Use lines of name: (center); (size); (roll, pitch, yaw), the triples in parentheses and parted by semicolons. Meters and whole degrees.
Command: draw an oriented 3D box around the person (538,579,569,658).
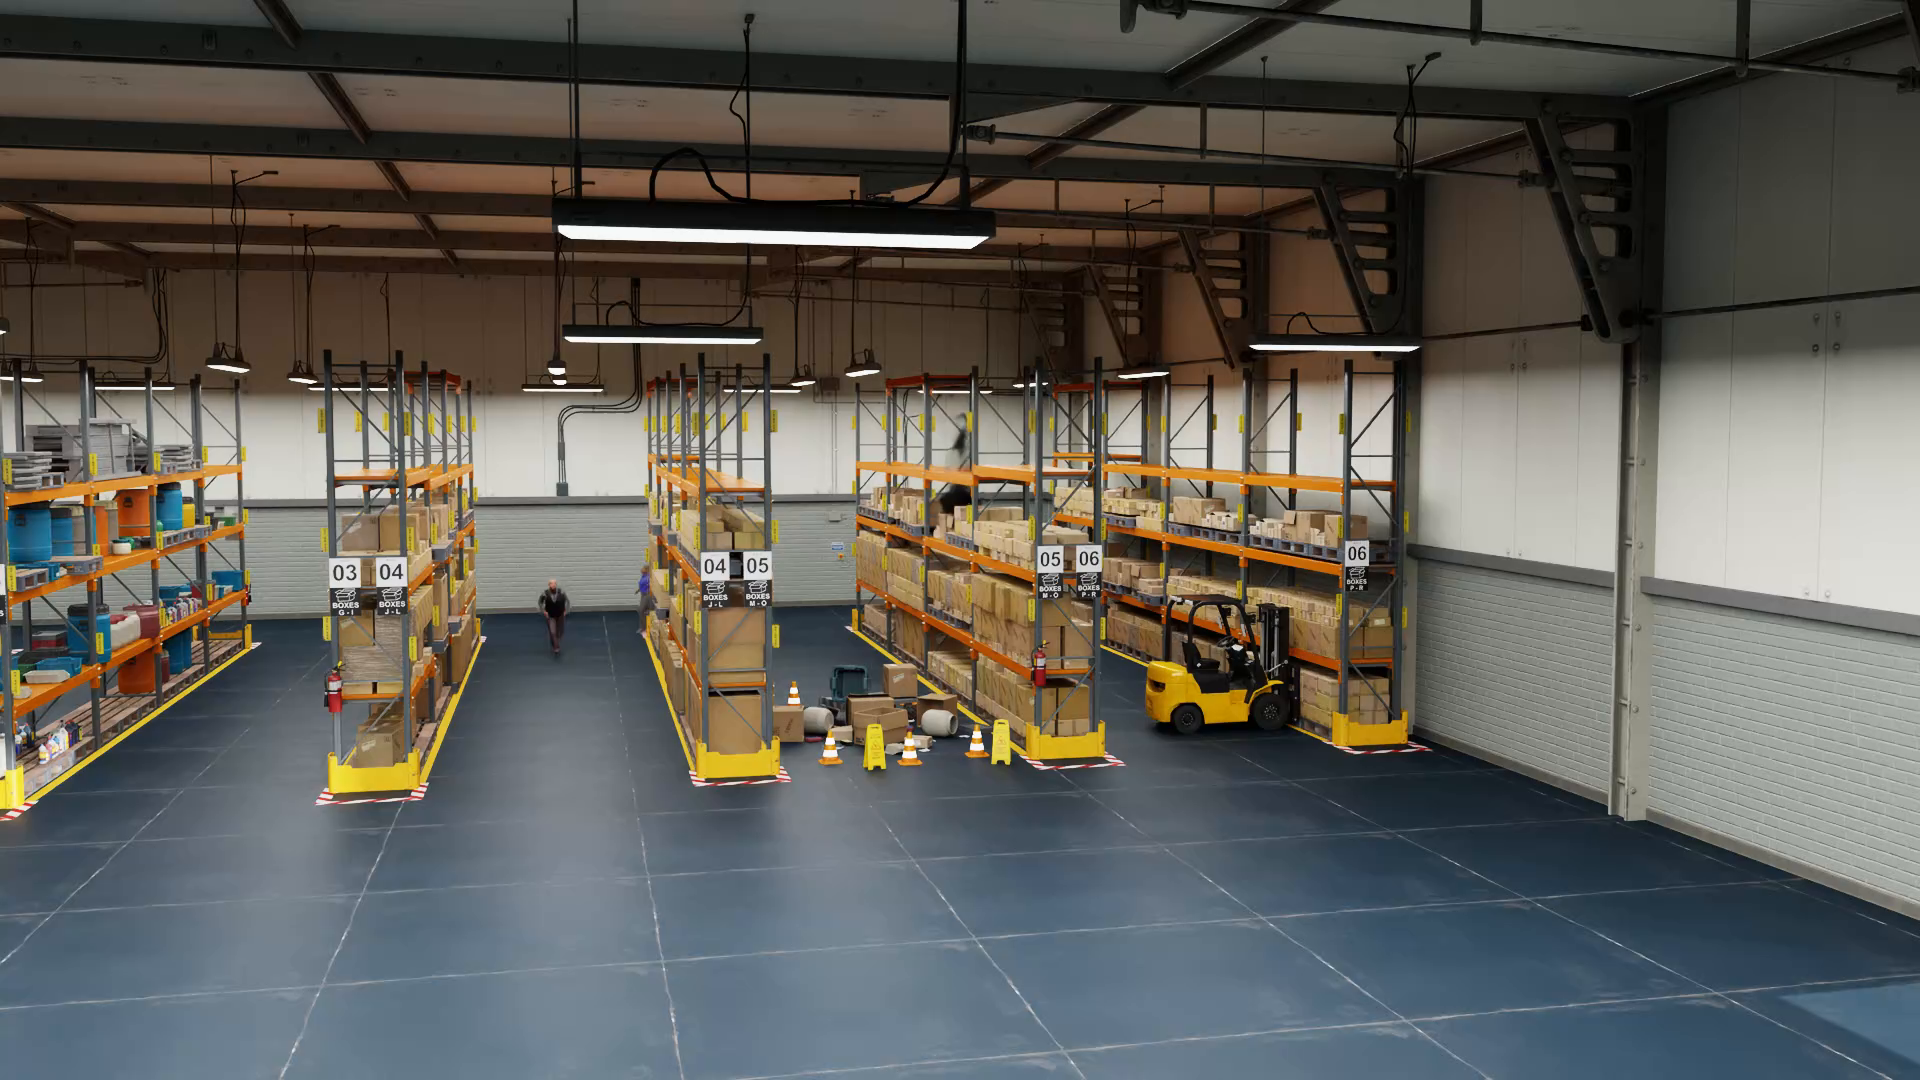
person: (-8.799, 1.681, 35.998); (0.666, 1.711, 0.904); (-2, 4, -24)

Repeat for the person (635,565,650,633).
person: (-7.530, 1.418, 40.090); (0.702, 1.648, 0.617); (-3, 5, -32)
